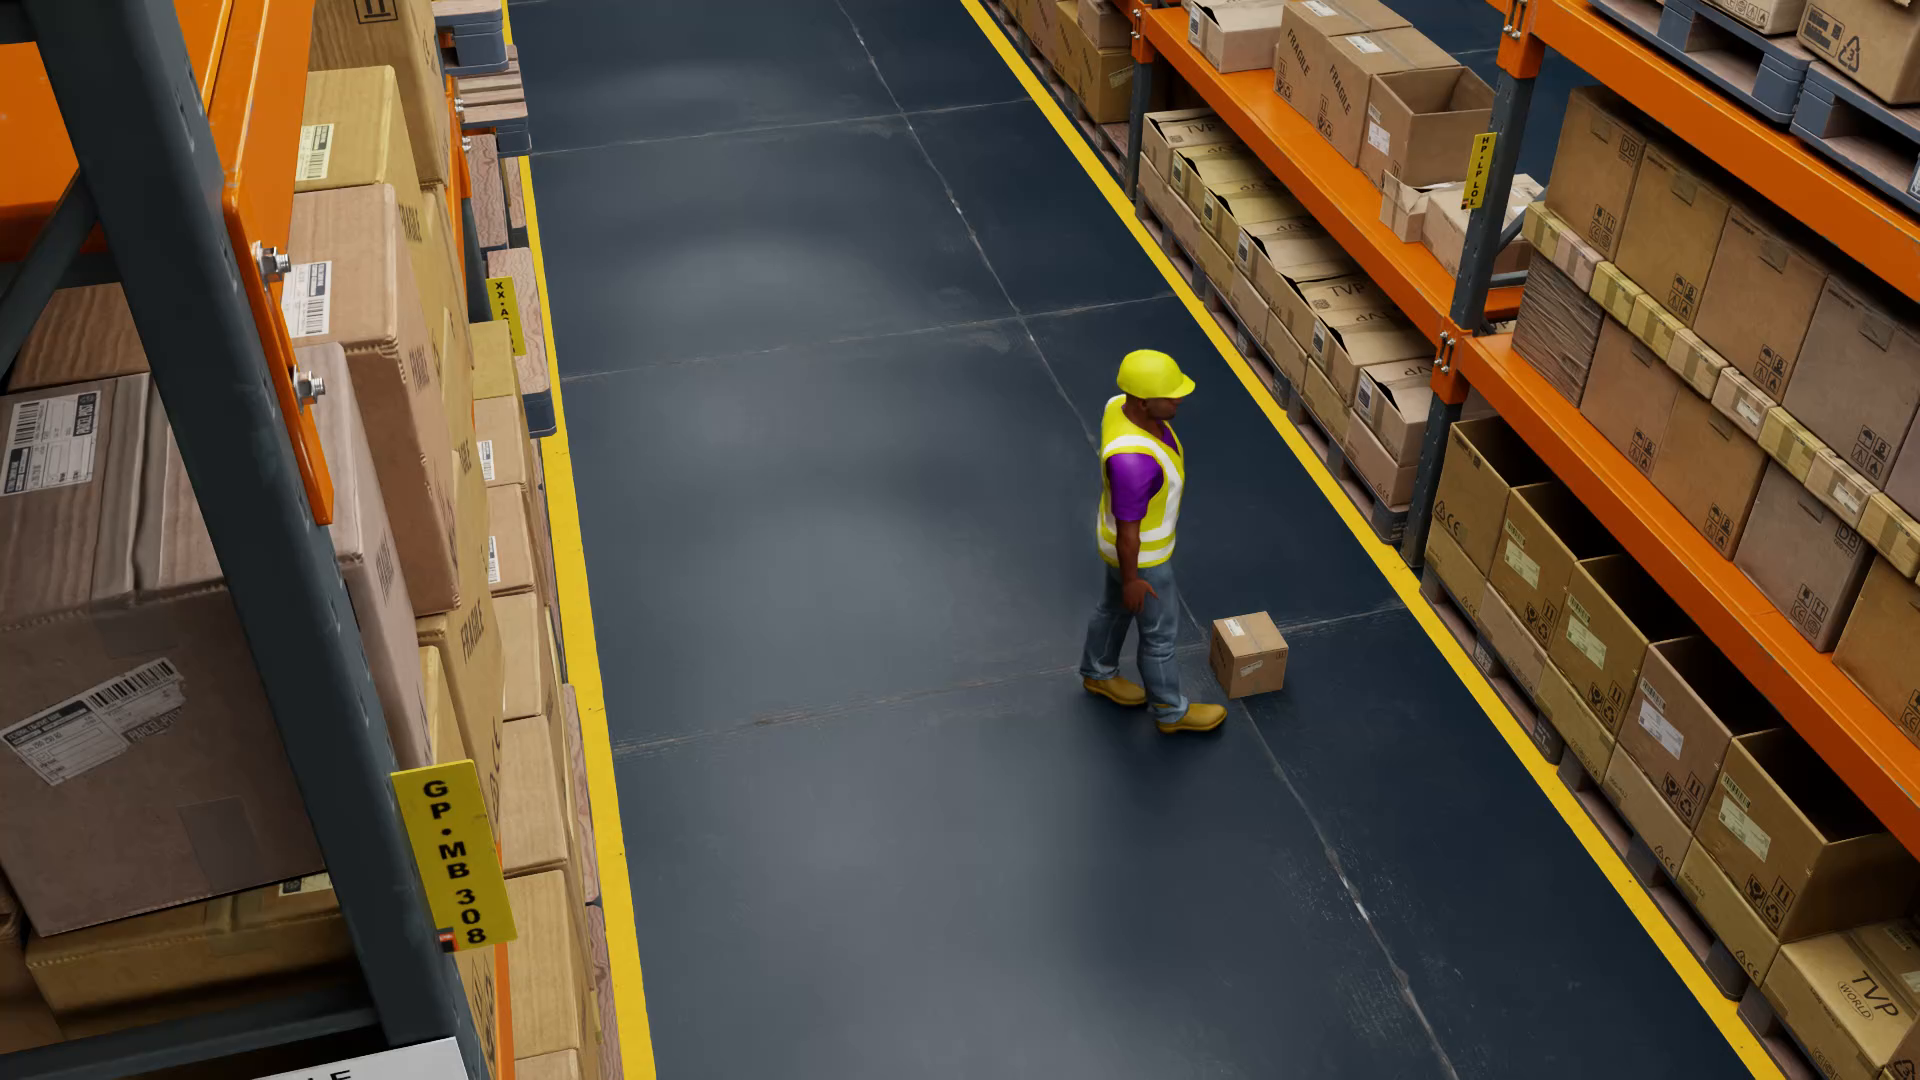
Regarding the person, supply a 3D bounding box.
[{"bbox_3d":[0.828,0.008,6.683,0.633,1.763,0.570,2,38,3],"label":"person"}]
